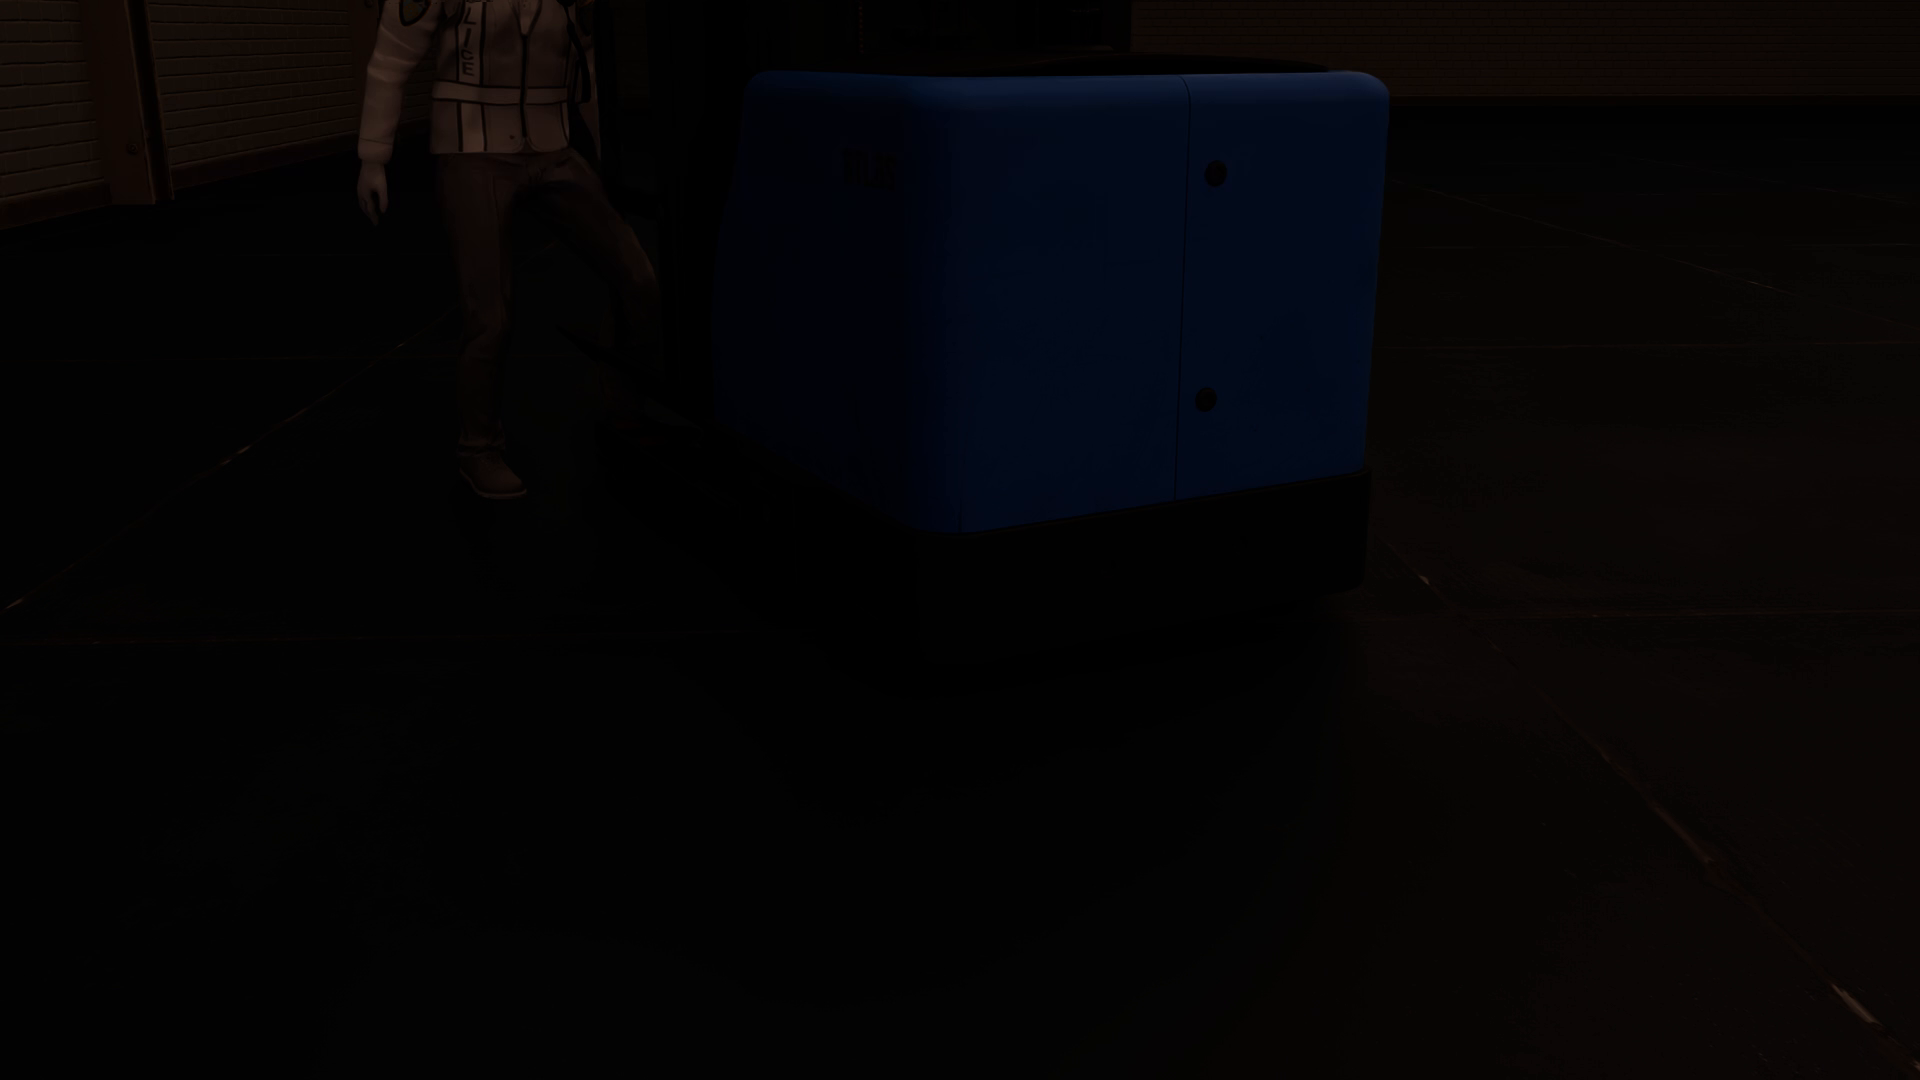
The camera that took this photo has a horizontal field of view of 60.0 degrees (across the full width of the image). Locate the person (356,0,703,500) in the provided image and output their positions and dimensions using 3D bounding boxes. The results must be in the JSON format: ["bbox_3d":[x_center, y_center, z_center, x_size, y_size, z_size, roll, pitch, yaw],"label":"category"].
[{"bbox_3d":[-1.078,-0.919,4.167,0.802,1.633,0.421,-14,22,-38],"label":"person"}]

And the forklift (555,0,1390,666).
[{"bbox_3d":[-0.317,-1.561,4.010,1.130,2.935,3.031,-9,19,-27],"label":"forklift"}]
